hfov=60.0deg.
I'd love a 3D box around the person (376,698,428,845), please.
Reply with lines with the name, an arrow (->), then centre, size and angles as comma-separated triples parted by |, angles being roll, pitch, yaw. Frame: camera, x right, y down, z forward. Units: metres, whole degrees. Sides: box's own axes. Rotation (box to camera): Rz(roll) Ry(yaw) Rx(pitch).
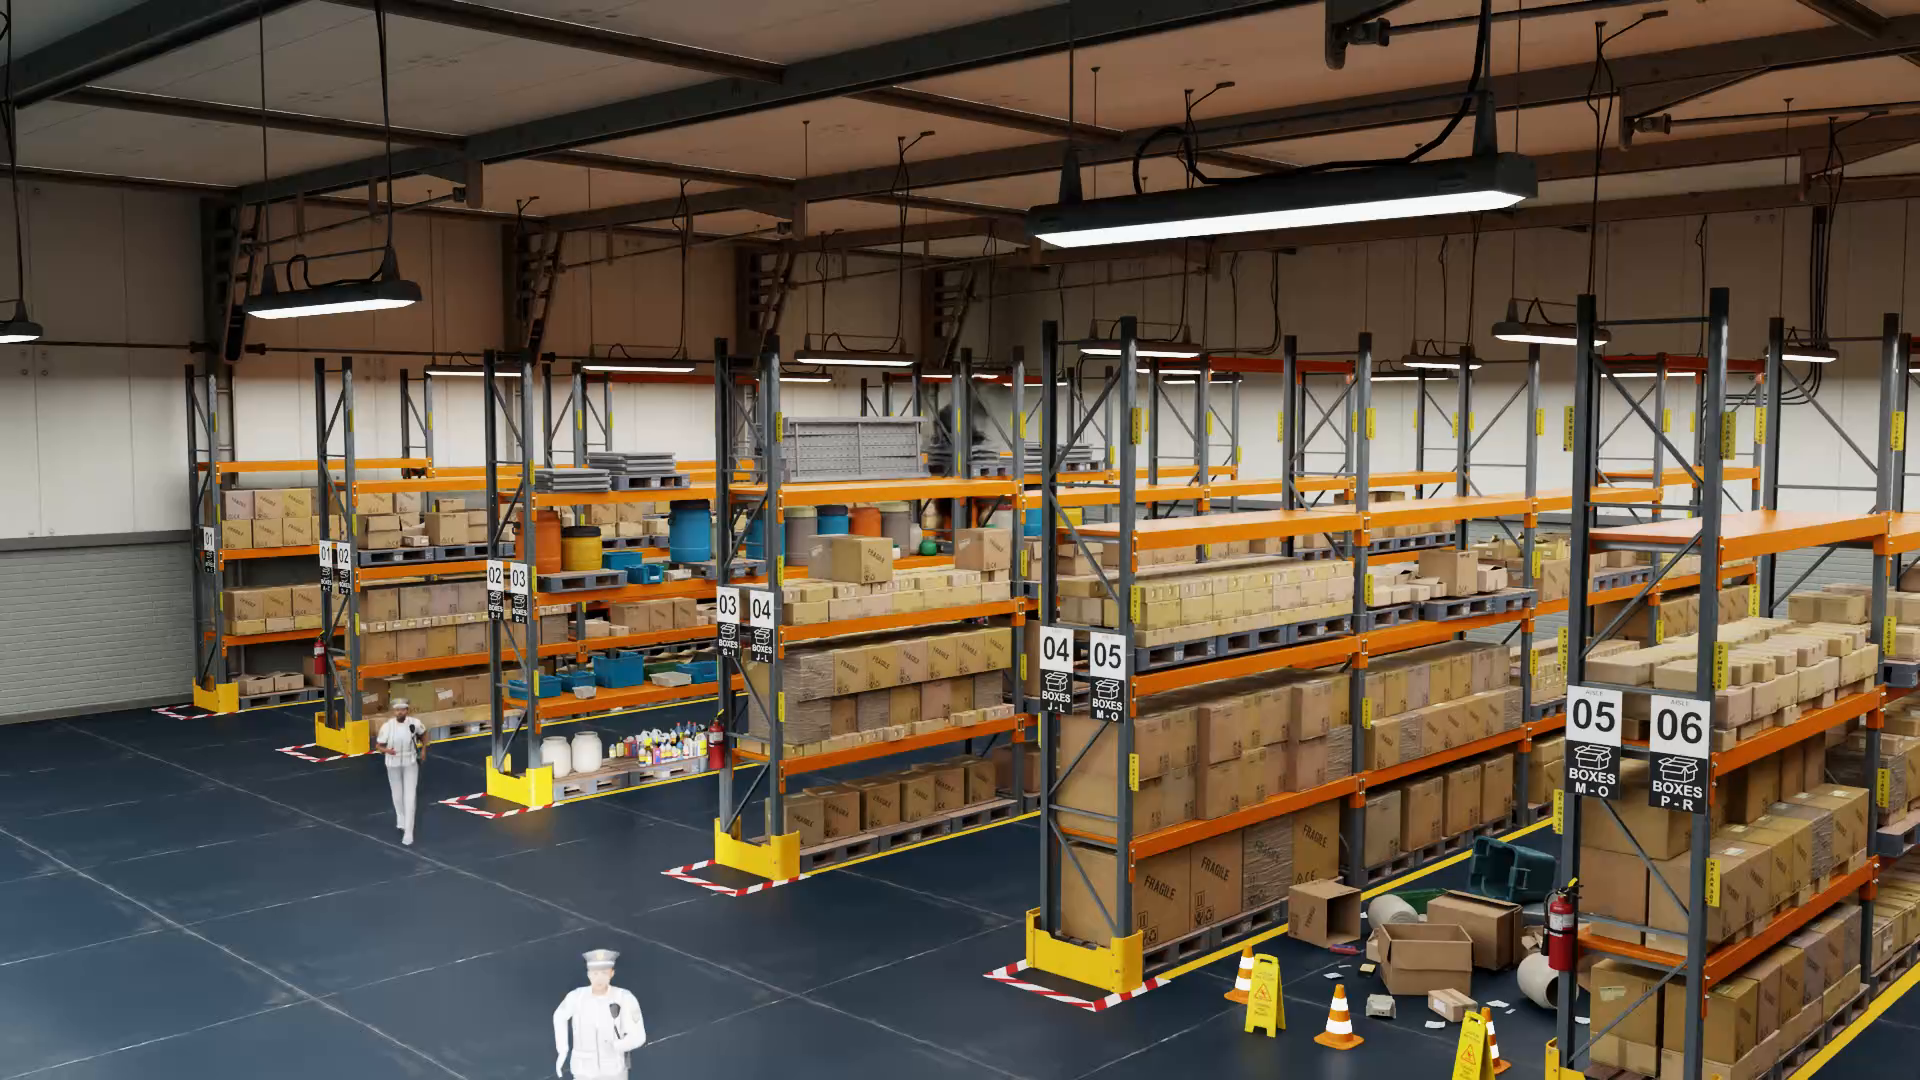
person -> -6.781, 2.756, 20.219 | 0.593, 1.729, 0.901 | -1, 5, -15

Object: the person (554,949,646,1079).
person -> -2.333, 3.496, 10.784 | 0.584, 1.756, 0.742 | -1, 4, -13
